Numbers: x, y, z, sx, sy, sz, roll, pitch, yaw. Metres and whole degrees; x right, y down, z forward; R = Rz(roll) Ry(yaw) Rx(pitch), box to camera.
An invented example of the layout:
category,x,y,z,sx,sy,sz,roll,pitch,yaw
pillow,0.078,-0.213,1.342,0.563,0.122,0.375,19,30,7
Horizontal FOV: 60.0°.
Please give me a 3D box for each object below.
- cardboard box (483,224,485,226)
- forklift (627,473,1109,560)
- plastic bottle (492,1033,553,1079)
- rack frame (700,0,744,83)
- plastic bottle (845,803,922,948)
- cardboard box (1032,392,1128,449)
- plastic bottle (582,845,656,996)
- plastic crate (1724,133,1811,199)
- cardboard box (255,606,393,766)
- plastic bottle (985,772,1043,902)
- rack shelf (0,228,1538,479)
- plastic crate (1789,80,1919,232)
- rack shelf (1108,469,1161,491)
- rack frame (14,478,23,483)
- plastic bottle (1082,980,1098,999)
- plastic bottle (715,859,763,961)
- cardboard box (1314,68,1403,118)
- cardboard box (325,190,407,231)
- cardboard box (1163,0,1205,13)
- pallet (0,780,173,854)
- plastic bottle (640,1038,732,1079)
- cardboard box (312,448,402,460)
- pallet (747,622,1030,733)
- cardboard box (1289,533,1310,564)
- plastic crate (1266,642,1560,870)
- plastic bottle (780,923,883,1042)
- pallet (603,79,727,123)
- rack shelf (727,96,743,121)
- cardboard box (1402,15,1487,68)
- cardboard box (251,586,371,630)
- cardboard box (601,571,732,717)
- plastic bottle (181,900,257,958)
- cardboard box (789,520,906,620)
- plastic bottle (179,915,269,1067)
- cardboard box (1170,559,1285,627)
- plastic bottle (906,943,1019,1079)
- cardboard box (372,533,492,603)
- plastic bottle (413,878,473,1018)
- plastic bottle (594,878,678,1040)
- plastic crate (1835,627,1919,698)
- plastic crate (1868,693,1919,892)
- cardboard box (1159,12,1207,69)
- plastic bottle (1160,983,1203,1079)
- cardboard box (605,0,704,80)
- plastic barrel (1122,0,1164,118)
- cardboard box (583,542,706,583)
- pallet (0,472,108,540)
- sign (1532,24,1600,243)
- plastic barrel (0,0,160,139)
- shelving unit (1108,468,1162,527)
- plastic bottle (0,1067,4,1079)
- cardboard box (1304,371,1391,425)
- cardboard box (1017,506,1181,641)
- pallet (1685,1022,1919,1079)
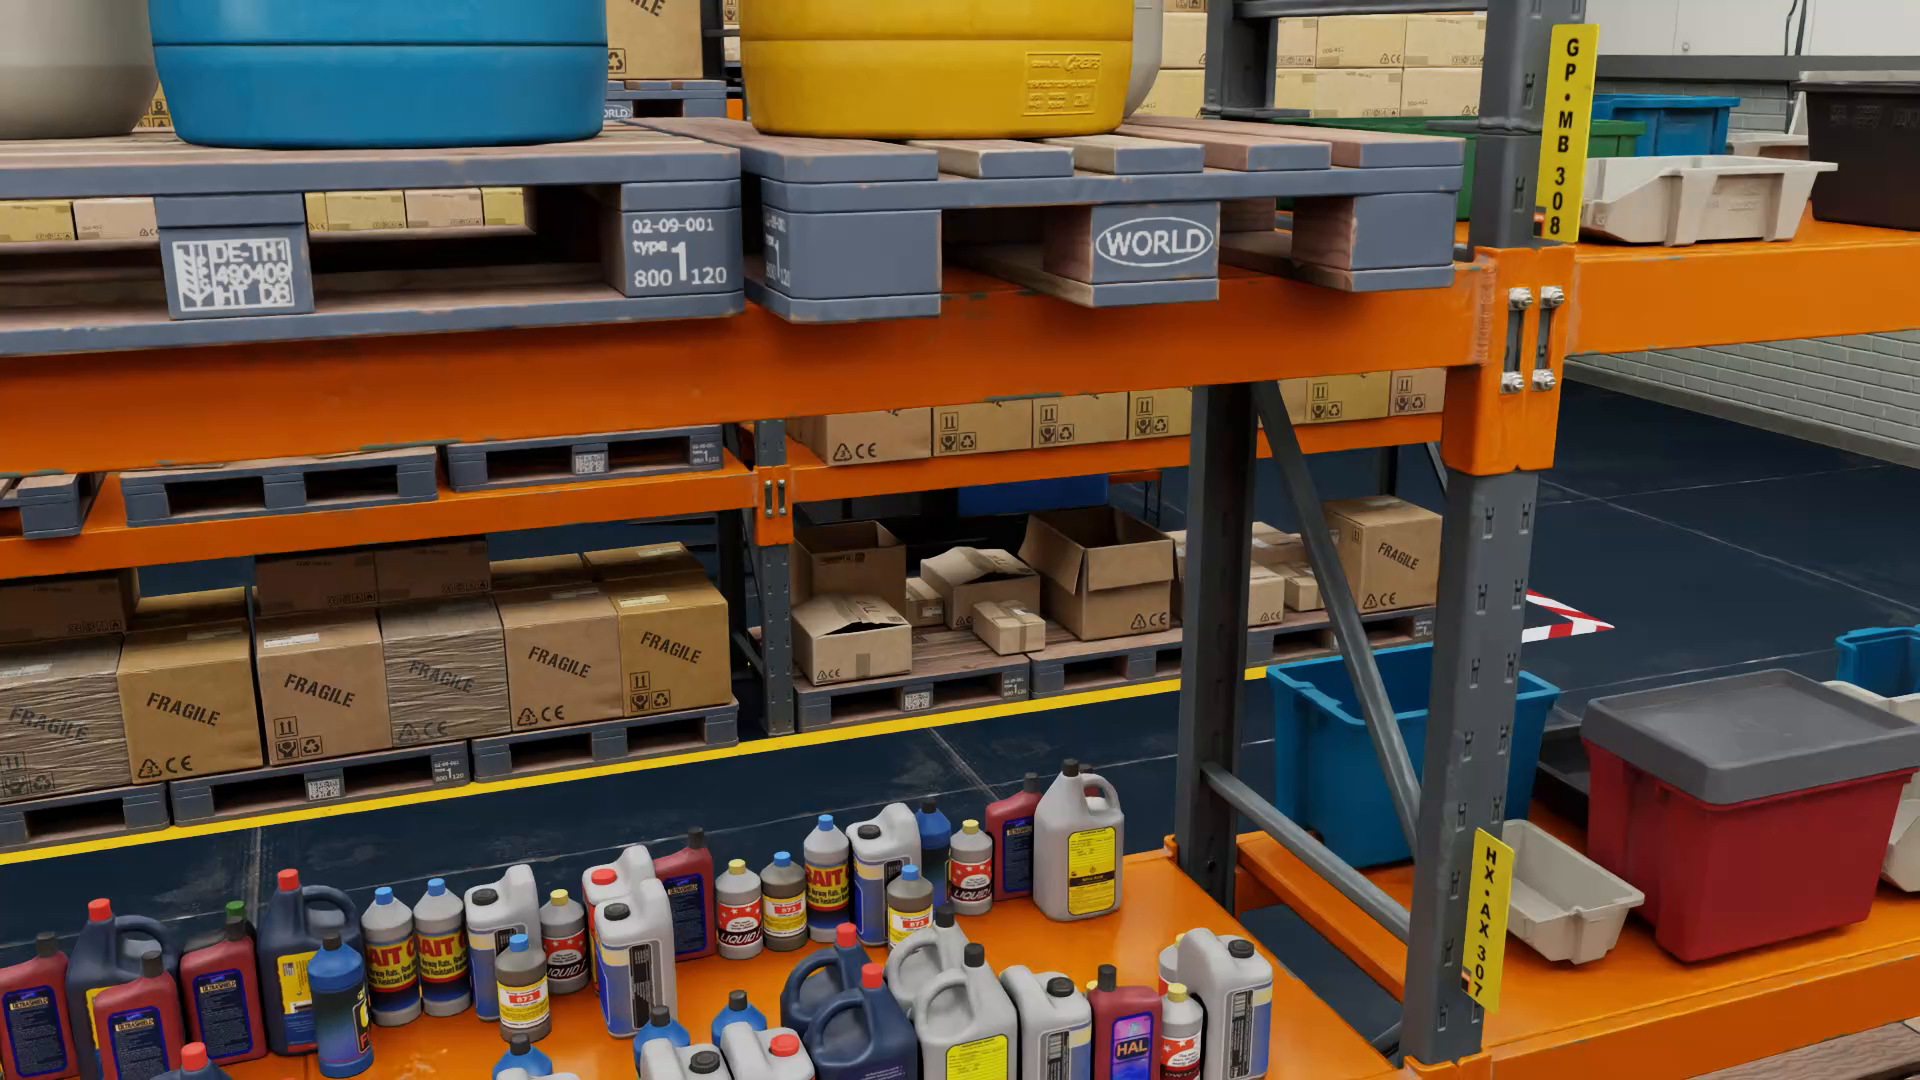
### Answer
category,x,y,z,sx,sy,sz,roll,pitch,yaw
cardboard box,-3.142,-2.026,11.932,0.500,0.500,0.500,-6,18,-21
forklift,-0.600,-1.352,10.500,3.031,2.935,1.130,-5,17,-17
plastic bottle,-0.724,0.949,2.773,0.097,0.271,0.097,0,16,0
rack frame,-1.025,-3.514,7.092,0.127,3.000,1.000,-6,17,-20
plastic bottle,-0.166,0.711,3.573,0.135,0.276,0.152,-6,17,-20
cardboard box,0.494,-0.765,8.203,0.500,0.500,0.500,-6,17,-20
plastic bottle,-0.689,0.768,3.380,0.135,0.276,0.152,-6,17,-20
plastic crate,1.796,-0.873,3.891,0.466,0.136,0.293,-6,17,-20
cardboard box,-2.790,0.628,7.291,0.500,0.500,0.500,-7,18,-22
plastic bottle,0.125,0.663,3.725,0.133,0.283,0.061,-6,17,-20
rack shelf,-1.123,-0.224,2.490,4.000,0.370,1.077,-6,17,-20
plastic crate,2.002,-0.761,3.275,0.590,0.269,0.497,-6,17,-20
rack shelf,1.096,-0.419,11.341,0.480,0.148,0.258,-5,17,-17
rack frame,-6.536,-1.535,11.001,0.127,3.000,1.000,-6,17,-20
plastic bottle,0.247,0.905,3.046,0.097,0.201,0.097,0,16,0
plastic bottle,-0.466,0.771,3.501,0.097,0.201,0.097,0,16,0
cardboard box,1.854,-2.237,8.335,0.500,0.250,0.500,-6,17,-20
cardboard box,-4.103,-2.283,11.479,0.500,0.250,0.500,-6,17,-19
cardboard box,0.810,-2.817,8.091,0.500,0.500,0.700,-6,17,-20
pallet,-4.049,1.041,7.180,1.213,0.211,1.003,-6,17,-20
plastic bottle,-0.446,0.954,2.746,0.135,0.276,0.152,-6,17,-20
cardboard box,-2.652,-0.690,7.203,0.500,0.500,0.700,-11,20,-34
pallet,-0.383,0.634,8.566,1.213,0.211,1.003,-6,17,-20
cardboard box,1.963,0.087,9.727,0.250,0.166,0.380,-6,17,-20
plastic crate,1.058,0.510,3.958,0.575,0.384,0.392,-6,17,-20
plastic bottle,-0.221,0.852,2.962,0.185,0.351,0.144,-6,17,-20
pallet,-1.659,-1.937,7.380,1.003,0.211,1.213,-6,17,-20
rack shelf,-0.933,-3.234,12.740,4.000,0.370,1.077,-6,17,-20
cardboard box,2.322,-2.527,8.434,0.500,0.250,0.500,-6,17,-20
cardboard box,-2.999,0.494,7.749,0.500,0.500,0.500,-7,18,-22
cardboard box,-1.383,0.478,7.802,0.500,0.500,0.500,-6,17,-20
plastic bottle,-1.401,0.827,3.164,0.133,0.283,0.061,-6,17,-20
cardboard box,-0.594,0.221,8.678,0.500,0.500,0.500,-6,17,-20
plastic bottle,-1.380,0.843,3.110,0.133,0.283,0.061,-6,17,-20
cardboard box,1.393,0.277,8.930,0.500,0.250,0.500,-6,17,-20
plastic bottle,0.003,0.871,2.897,0.185,0.351,0.144,-6,17,-20
cardboard box,-2.497,0.079,7.831,0.500,0.250,0.500,-6,17,-20
plastic bottle,-1.024,0.798,3.286,0.097,0.271,0.097,0,16,0
plastic bottle,-0.635,0.808,3.244,0.135,0.276,0.152,-6,17,-20
plastic crate,2.621,0.418,4.542,0.300,0.233,0.416,-6,17,-20
plastic crate,2.236,0.591,3.866,0.530,0.282,0.437,-6,17,-20
cardboard box,0.922,-2.375,7.916,0.500,0.250,0.500,-6,17,-20
plastic bottle,0.393,0.907,3.037,0.097,0.201,0.097,0,16,0
cardboard box,-1.522,-2.340,7.321,0.600,0.600,0.600,-8,18,-25
plastic barrel,0.163,-1.050,3.041,0.433,0.535,0.433,0,16,0
cardboard box,-1.564,0.338,8.280,0.500,0.500,0.500,-7,18,-23
pallet,-4.152,-0.227,6.887,1.003,0.211,1.213,-6,17,-20
sign,0.939,-0.630,2.581,0.005,0.325,0.100,-6,17,-20
plastic barrel,-1.389,-0.853,2.368,0.433,0.535,0.433,0,16,0
shelving unit,1.096,-0.675,11.266,0.503,1.200,0.258,-5,17,-17
plastic bottle,-1.800,0.915,3.011,0.097,0.201,0.097,0,16,0
cardboard box,1.906,-0.916,8.718,0.500,0.500,0.500,-6,17,-20
cardboard box,0.728,0.161,8.877,0.637,0.503,0.797,-6,17,-20
pallet,2.558,1.798,4.601,1.213,0.211,1.003,-6,17,-20
